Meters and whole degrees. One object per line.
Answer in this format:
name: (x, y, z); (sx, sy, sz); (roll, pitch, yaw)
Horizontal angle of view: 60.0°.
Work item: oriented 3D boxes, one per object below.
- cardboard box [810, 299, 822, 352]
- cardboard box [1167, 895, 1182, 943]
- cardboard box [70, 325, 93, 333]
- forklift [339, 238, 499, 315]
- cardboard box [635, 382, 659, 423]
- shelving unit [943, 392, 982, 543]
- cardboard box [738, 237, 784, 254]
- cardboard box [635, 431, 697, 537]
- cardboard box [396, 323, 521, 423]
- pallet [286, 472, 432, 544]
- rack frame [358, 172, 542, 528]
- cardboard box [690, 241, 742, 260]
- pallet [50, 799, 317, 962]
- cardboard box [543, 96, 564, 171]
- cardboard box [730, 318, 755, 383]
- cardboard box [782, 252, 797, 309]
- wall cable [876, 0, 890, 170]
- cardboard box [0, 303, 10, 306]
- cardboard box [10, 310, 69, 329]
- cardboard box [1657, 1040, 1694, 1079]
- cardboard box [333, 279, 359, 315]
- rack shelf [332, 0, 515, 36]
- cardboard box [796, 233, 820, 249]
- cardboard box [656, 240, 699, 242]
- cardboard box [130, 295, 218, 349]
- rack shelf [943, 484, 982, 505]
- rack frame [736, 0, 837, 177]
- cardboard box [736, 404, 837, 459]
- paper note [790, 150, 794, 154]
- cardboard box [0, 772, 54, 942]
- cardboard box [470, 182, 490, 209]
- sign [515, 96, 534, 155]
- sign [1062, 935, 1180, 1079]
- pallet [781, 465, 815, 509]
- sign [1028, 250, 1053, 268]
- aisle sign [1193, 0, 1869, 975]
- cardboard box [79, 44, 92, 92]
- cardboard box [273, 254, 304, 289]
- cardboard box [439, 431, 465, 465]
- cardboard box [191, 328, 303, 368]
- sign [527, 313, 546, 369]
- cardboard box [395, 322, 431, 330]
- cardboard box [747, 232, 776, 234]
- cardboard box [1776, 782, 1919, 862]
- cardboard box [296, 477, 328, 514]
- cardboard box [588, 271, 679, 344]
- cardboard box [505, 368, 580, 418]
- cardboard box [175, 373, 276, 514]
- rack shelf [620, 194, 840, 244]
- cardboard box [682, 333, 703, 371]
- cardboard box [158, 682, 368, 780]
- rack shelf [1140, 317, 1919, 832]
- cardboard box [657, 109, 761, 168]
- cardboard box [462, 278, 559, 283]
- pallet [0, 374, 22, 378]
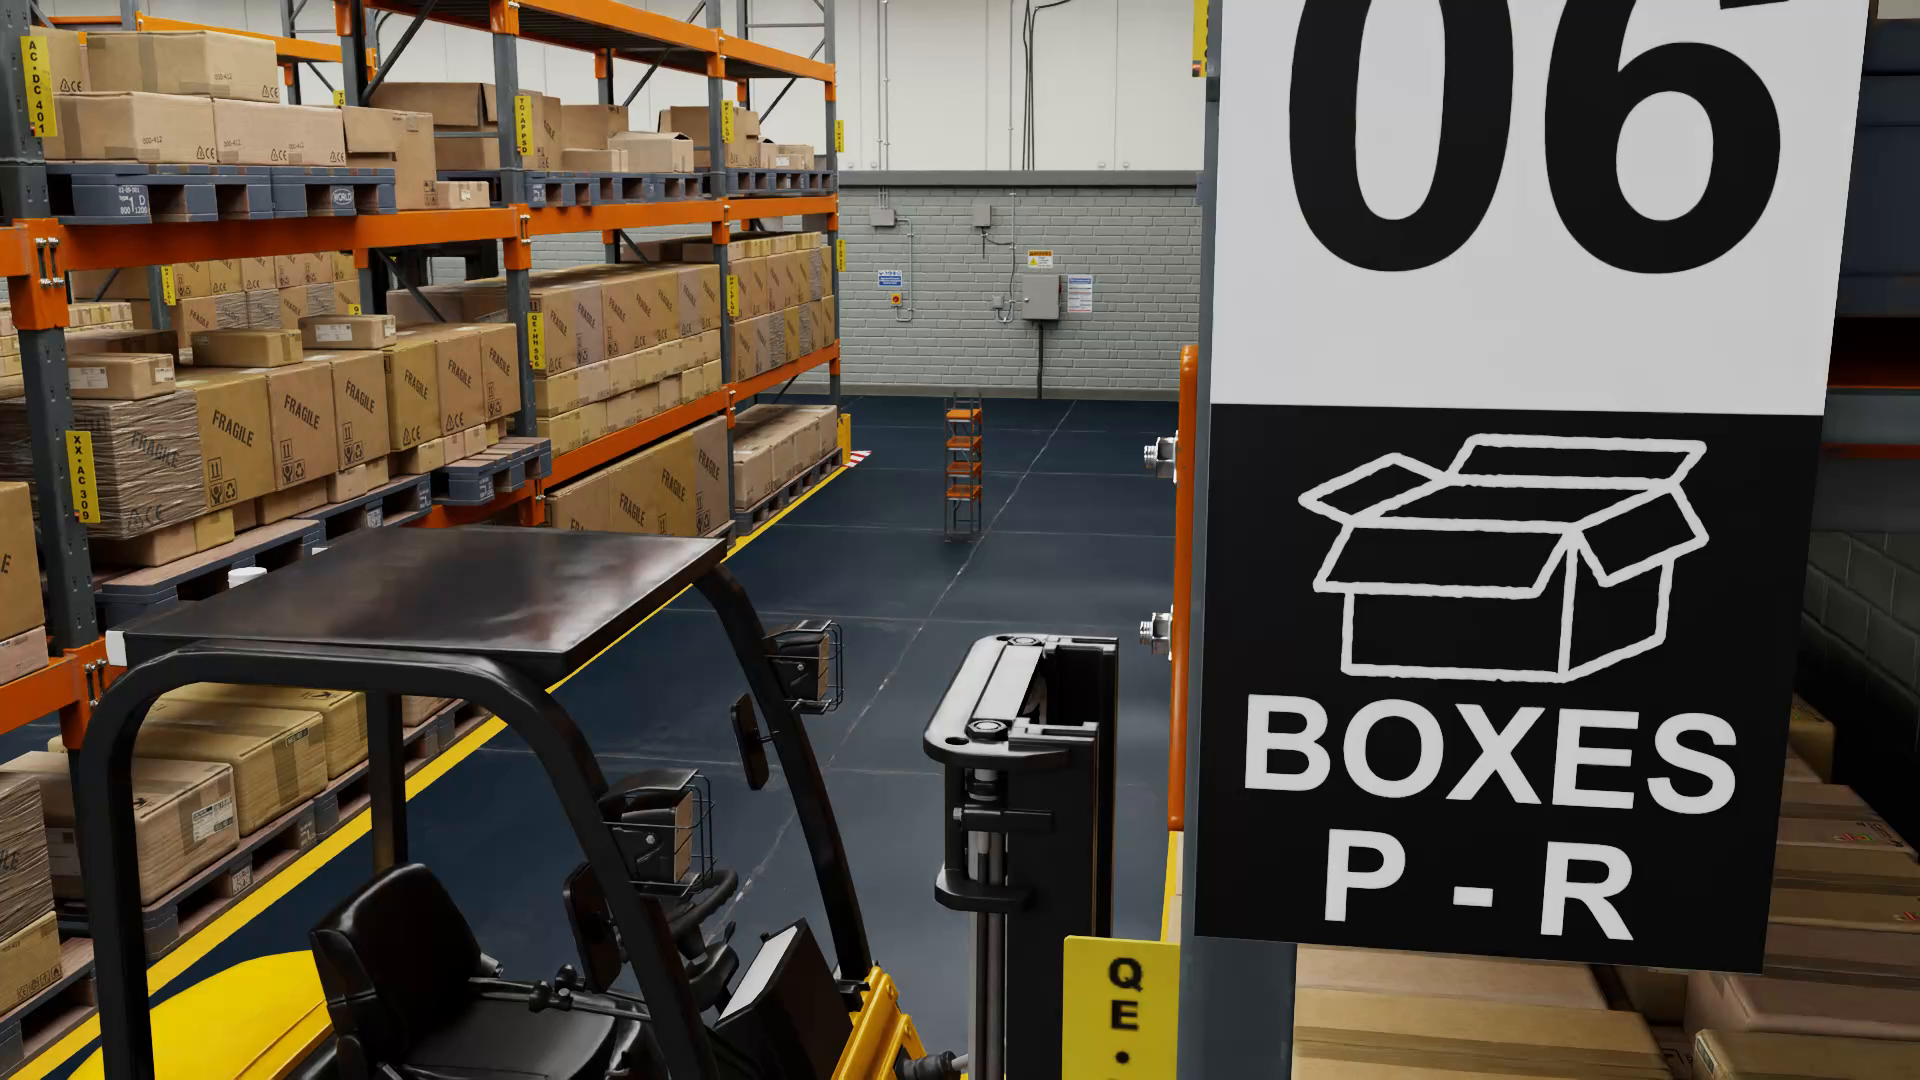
cardboard box: (-1.683, -2.148, 16.602); (0.500, 0.500, 0.500); (2, 12, 7)
cardboard box: (0.809, 1.193, 4.495); (0.500, 0.250, 0.500); (2, 12, 9)
cardboard box: (-7.246, -1.651, 13.427); (0.380, 0.149, 0.250); (2, 12, 11)
forklift: (-4.846, -1.712, 14.980); (1.130, 2.935, 3.031); (3, 13, 14)
cardboard box: (-2.464, -0.986, 11.806); (0.500, 0.250, 0.500); (2, 12, 9)
shelving unit: (0.025, -0.621, 14.027); (0.258, 1.200, 0.503); (2, 12, 9)
cardboard box: (-1.835, -2.708, 15.287); (0.380, 0.149, 0.250); (2, 12, 9)
cardboard box: (-2.541, -0.326, 12.432); (0.875, 0.875, 0.875); (2, 12, 10)
cardboard box: (-2.804, -0.943, 9.307); (0.500, 0.500, 0.500); (2, 12, 7)
pallet: (-3.272, -0.139, 7.976); (1.003, 0.211, 1.213); (2, 12, 9)
rack frame: (-3.008, -0.647, 9.874); (1.000, 3.000, 0.127); (2, 12, 9)
cardboard box: (-2.065, -2.445, 14.069); (0.380, 0.149, 0.250); (2, 12, 9)
pallet: (-3.505, 1.387, 7.056); (1.003, 0.211, 1.213); (2, 12, 9)
cardboard box: (-3.024, -2.743, 11.249); (0.500, 0.500, 0.500); (2, 12, 9)
cardboard box: (-2.062, -1.617, 14.141); (0.500, 0.500, 0.500); (2, 12, 11)
cardboard box: (-1.827, -2.424, 15.512); (0.500, 0.500, 0.500); (2, 12, 8)
wall cable: (-1.182, -6.438, 22.506); (0.463, 3.000, 0.029); (2, 12, 9)
cardboard box: (-7.852, -1.867, 13.722); (0.380, 0.149, 0.250); (2, 12, 10)
cardboard box: (-7.291, -1.738, 13.124); (0.380, 0.149, 0.250); (2, 12, 8)
cardboard box: (0.950, 0.697, 1.861); (0.380, 0.149, 0.250); (2, 12, 9)
cardboard box: (-6.584, -2.437, 17.236); (0.500, 0.500, 0.500); (2, 12, 8)
rack shelf: (-3.316, -2.616, 7.428); (1.077, 0.370, 4.000); (2, 12, 9)
cardboard box: (-1.607, -2.975, 16.529); (0.380, 0.149, 0.250); (2, 12, 8)
cardboard box: (-2.465, -2.511, 14.376); (0.380, 0.149, 0.250); (2, 12, 9)
cardboard box: (-6.975, -1.908, 14.783); (0.500, 0.500, 0.500); (2, 12, 8)
rack shelf: (0.025, -0.361, 14.083); (0.258, 0.148, 0.480); (2, 12, 9)
rack frame: (-1.778, -5.245, 16.969); (1.000, 3.000, 0.127); (2, 12, 9)
cardboard box: (-1.781, -1.124, 17.174); (0.875, 0.438, 0.875); (1, 12, 7)
paper note: (-1.526, -3.529, 15.124); (0.006, 0.032, 0.123); (2, 12, 9)
cardboard box: (-3.449, 1.090, 5.565); (0.500, 0.500, 0.500); (2, 12, 8)
cardboard box: (-2.849, -1.918, 9.248); (0.380, 0.149, 0.250); (2, 12, 9)
sign: (-2.473, -2.348, 9.420); (0.100, 0.325, 0.005); (2, 12, 9)
sign: (0.132, 0.477, 1.352); (0.100, 0.325, 0.005); (2, 12, 9)
pallet: (-2.014, -0.527, 15.936); (1.003, 0.211, 1.213); (2, 12, 9)
sign: (1.096, -3.837, 22.716); (0.339, 0.242, 0.001); (2, 12, 9)
aisle sign: (0.366, -0.088, 1.110); (0.394, 0.787, 0.004); (2, 12, 9)
cardboard box: (-3.525, -1.995, 7.181); (0.500, 0.250, 0.500); (2, 12, 10)
cardboard box: (-6.737, -2.707, 16.117); (0.500, 0.500, 0.500); (1, 12, 7)
cardboard box: (-2.837, -0.489, 8.742); (0.380, 0.149, 0.250); (1, 12, 6)
cardboard box: (-3.136, -0.847, 7.321); (0.380, 0.149, 0.250); (3, 12, 12)
sign: (-2.471, -1.158, 9.688); (0.100, 0.325, 0.005); (2, 12, 9)
cardboard box: (-3.306, -0.960, 9.388); (0.500, 0.500, 0.500); (2, 12, 7)
cardboard box: (-2.076, -3.045, 16.852); (0.380, 0.149, 0.250); (2, 12, 10)
cardboard box: (1.082, 0.445, 2.327); (0.380, 0.149, 0.250); (2, 12, 9)
cardboard box: (-3.090, -0.218, 7.484); (0.380, 0.149, 0.250); (2, 12, 9)
cardboard box: (-2.383, -1.703, 12.165); (0.500, 0.500, 0.500); (2, 12, 10)
cardboard box: (-2.686, -0.915, 10.289); (0.500, 0.250, 0.500); (2, 12, 8)
cardboard box: (-3.192, -0.406, 6.818); (0.500, 0.500, 0.500); (2, 12, 9)
rack shelf: (-2.086, -3.010, 15.429); (1.077, 0.370, 4.000); (2, 12, 9)
cardboard box: (-2.290, -1.446, 12.754); (0.500, 0.250, 0.500); (2, 12, 10)
cardboard box: (-3.333, 0.862, 8.116); (0.950, 0.372, 0.625); (2, 12, 11)
rack shelf: (0.974, -0.352, 3.095); (1.077, 0.370, 4.000); (2, 12, 9)
cardboard box: (-2.218, -3.532, 14.663); (0.797, 0.503, 0.637); (3, 12, 13)
cardboard box: (-3.034, -1.511, 11.272); (0.500, 0.500, 0.500); (2, 12, 9)
pallet: (-7.651, -1.106, 12.459); (1.003, 0.211, 1.213); (2, 12, 9)
